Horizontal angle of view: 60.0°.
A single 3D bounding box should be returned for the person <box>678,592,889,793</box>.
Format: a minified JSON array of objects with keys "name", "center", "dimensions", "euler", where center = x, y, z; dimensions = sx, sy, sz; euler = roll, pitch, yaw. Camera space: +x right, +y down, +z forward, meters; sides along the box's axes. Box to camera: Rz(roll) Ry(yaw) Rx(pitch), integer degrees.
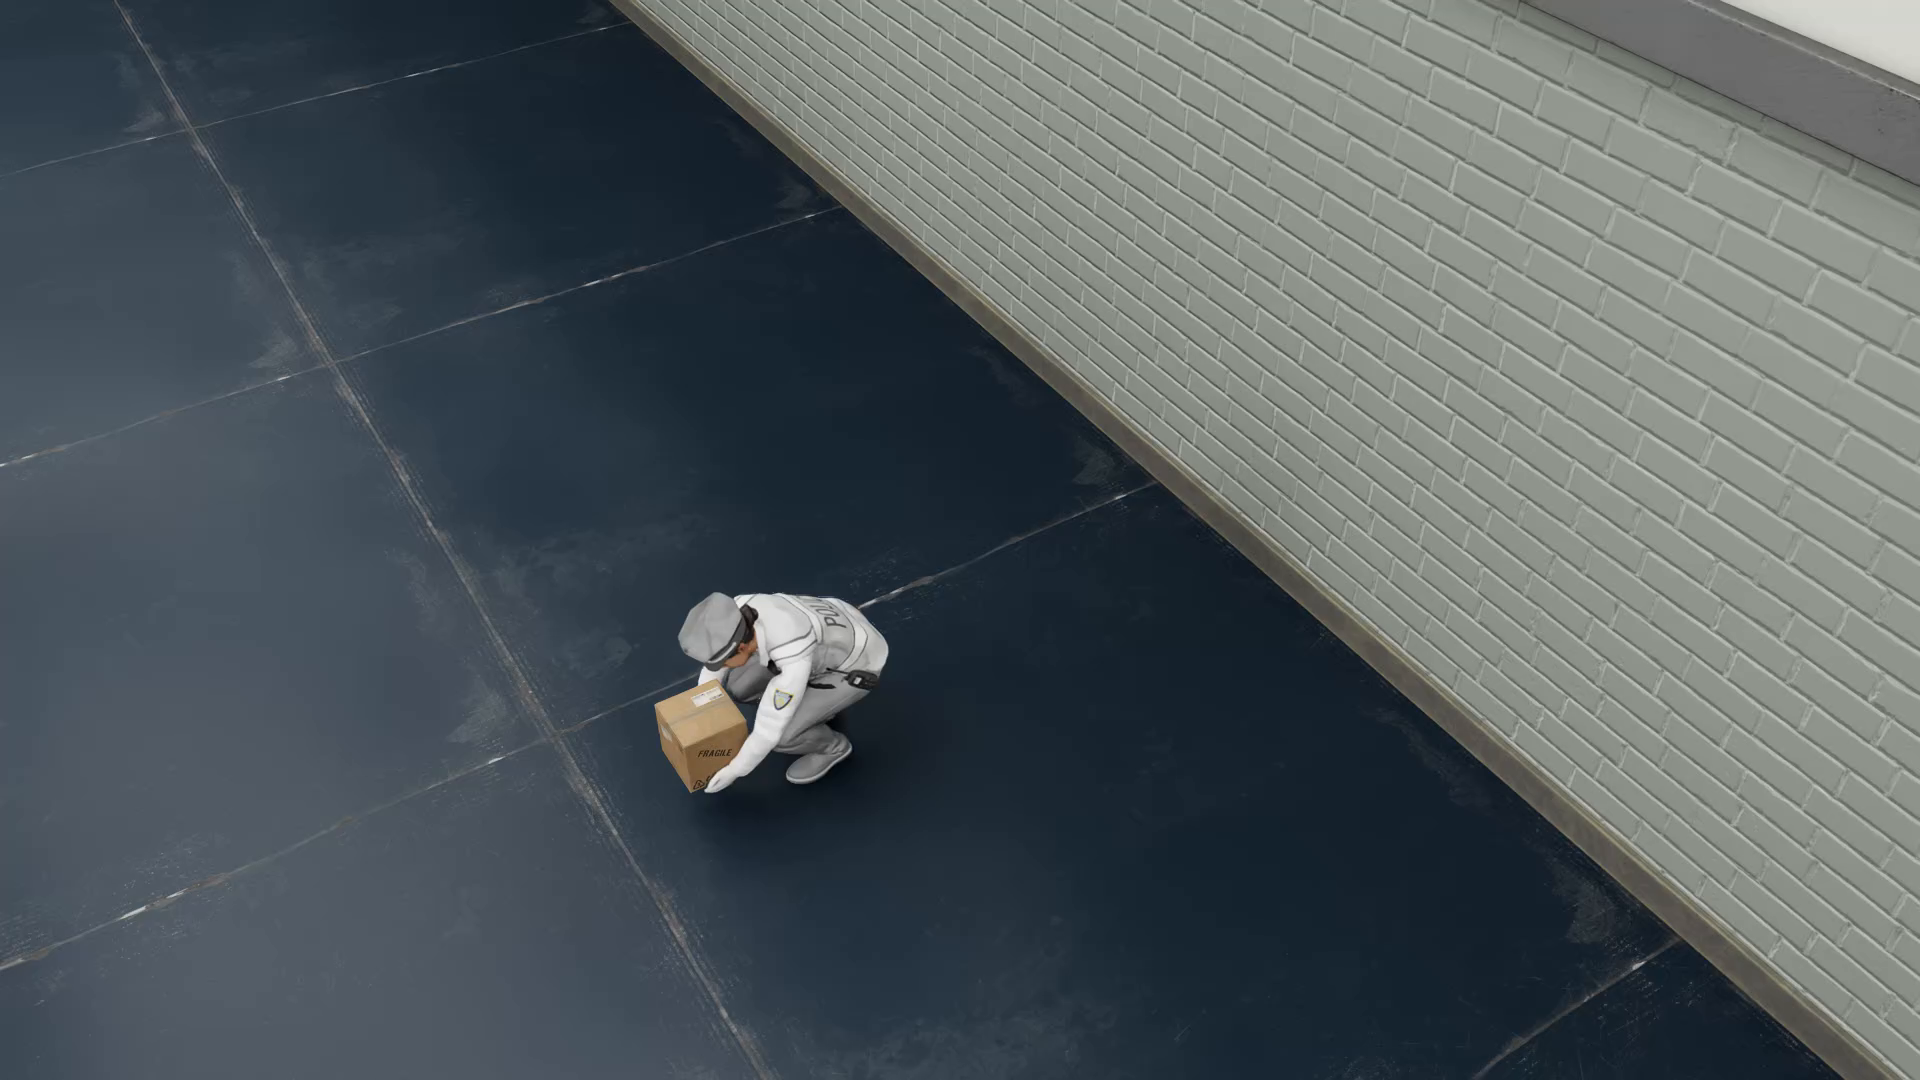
[{"name":"person","center":[-0.650,0.491,6.137],"dimensions":[0.819,0.961,0.511],"euler":[-23,46,-24]}]
